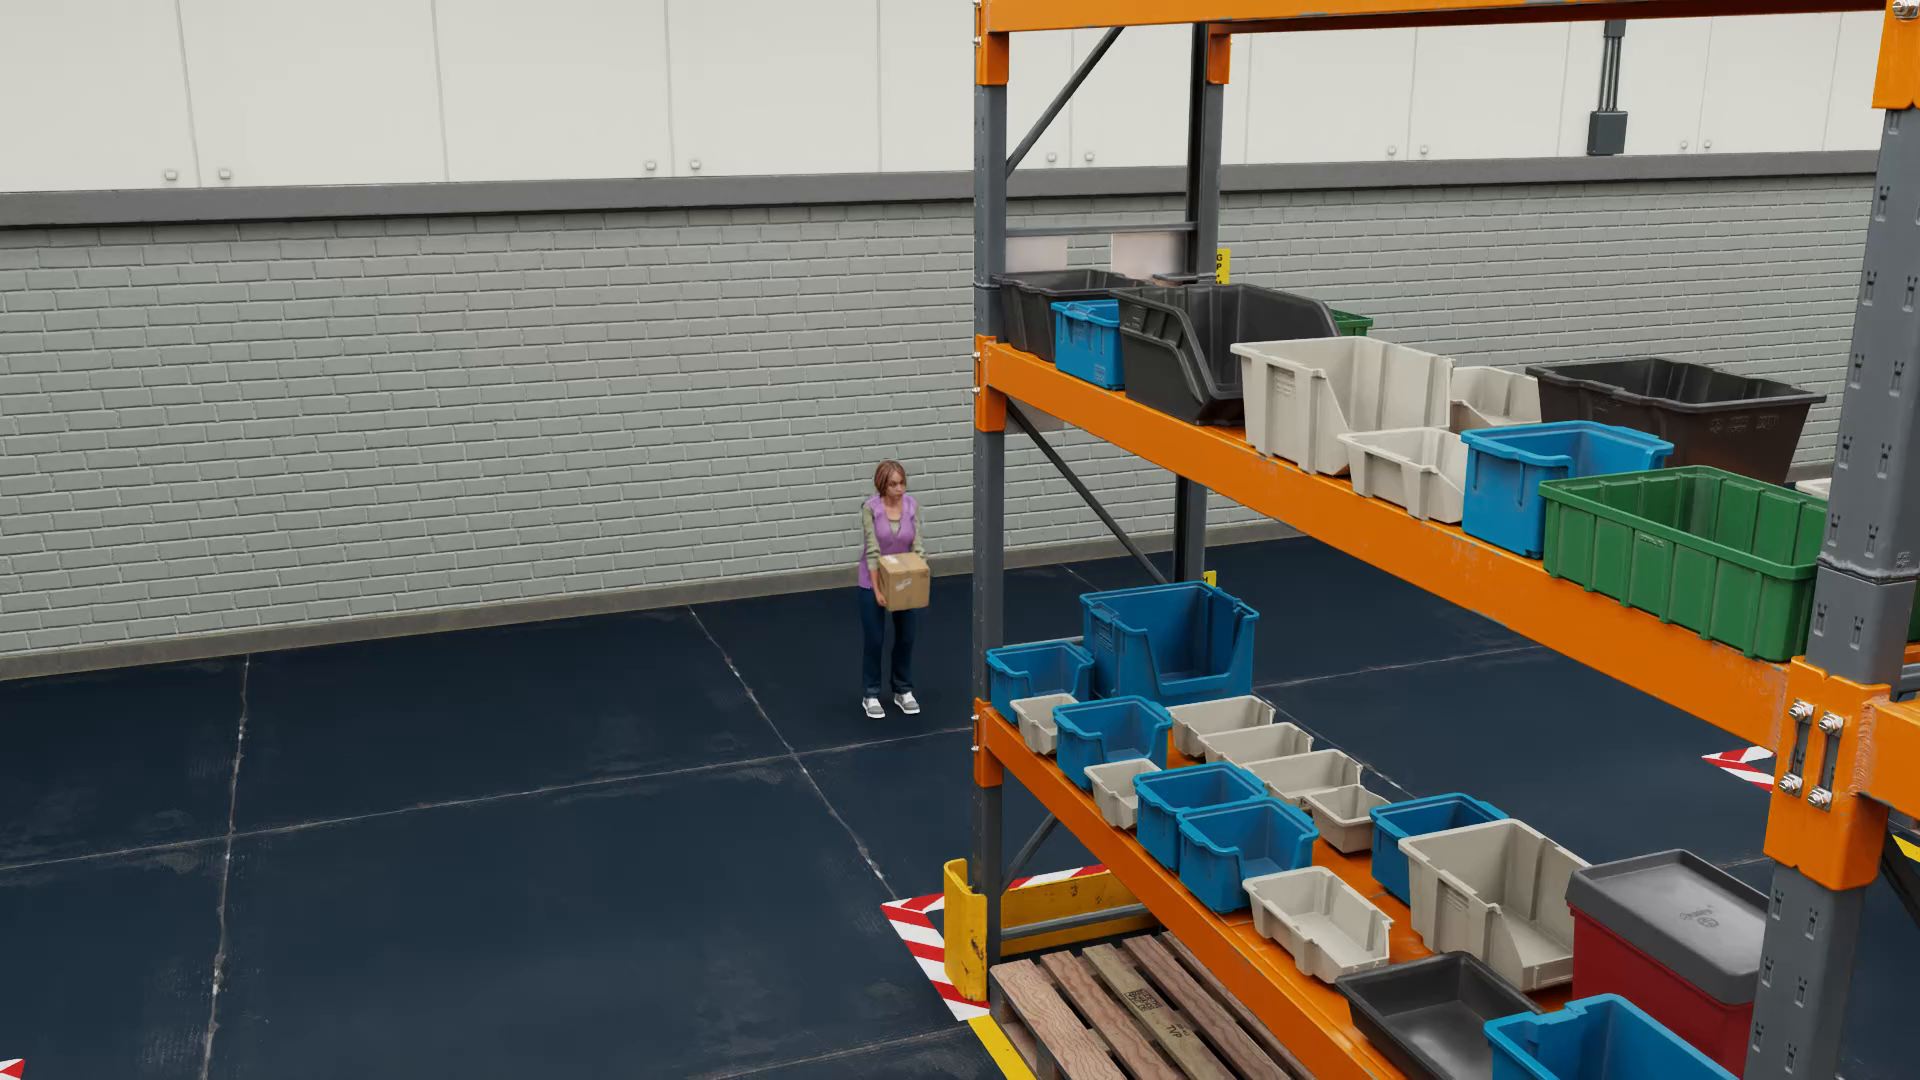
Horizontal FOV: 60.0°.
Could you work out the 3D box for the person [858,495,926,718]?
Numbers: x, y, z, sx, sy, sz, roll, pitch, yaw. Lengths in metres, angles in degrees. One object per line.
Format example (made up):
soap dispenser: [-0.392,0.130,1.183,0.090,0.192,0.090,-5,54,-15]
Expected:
person: [-4.489,0.359,6.867,10.212,3.199,3.070,-6,17,-21]
